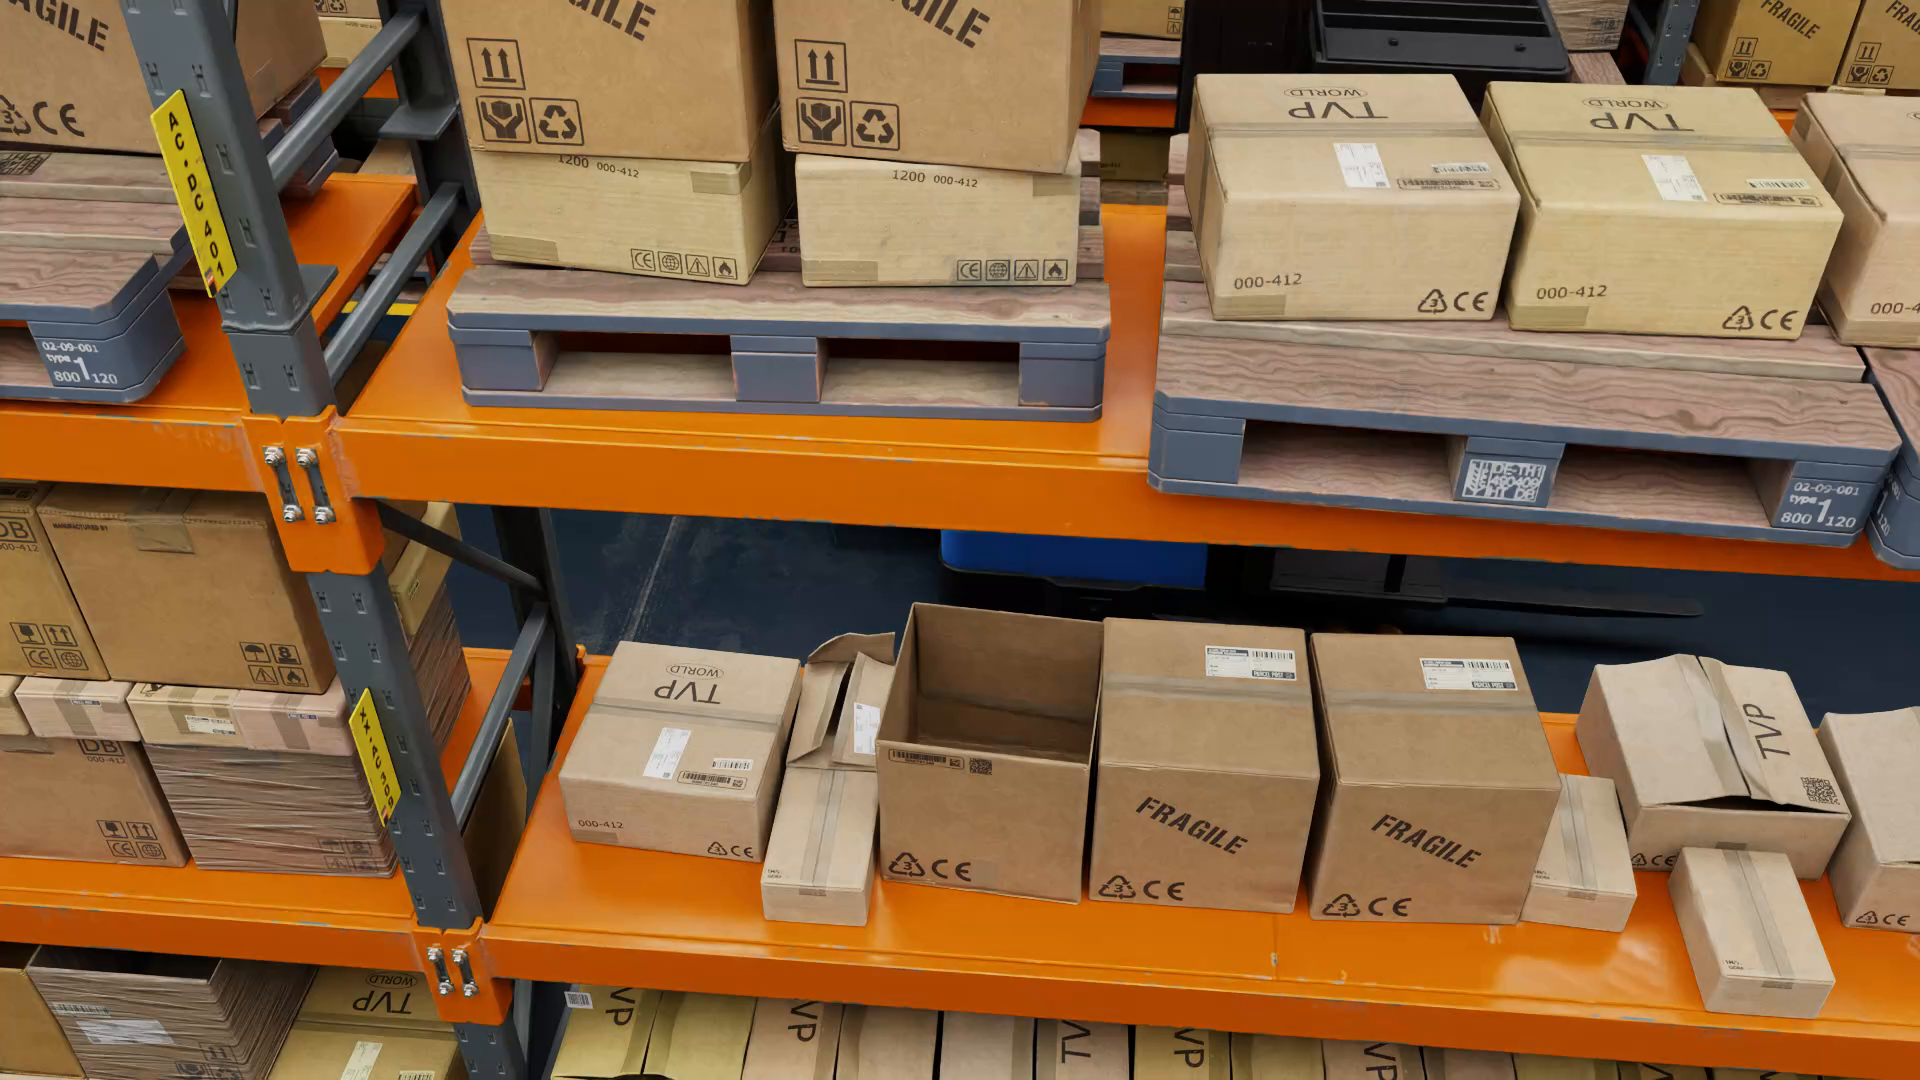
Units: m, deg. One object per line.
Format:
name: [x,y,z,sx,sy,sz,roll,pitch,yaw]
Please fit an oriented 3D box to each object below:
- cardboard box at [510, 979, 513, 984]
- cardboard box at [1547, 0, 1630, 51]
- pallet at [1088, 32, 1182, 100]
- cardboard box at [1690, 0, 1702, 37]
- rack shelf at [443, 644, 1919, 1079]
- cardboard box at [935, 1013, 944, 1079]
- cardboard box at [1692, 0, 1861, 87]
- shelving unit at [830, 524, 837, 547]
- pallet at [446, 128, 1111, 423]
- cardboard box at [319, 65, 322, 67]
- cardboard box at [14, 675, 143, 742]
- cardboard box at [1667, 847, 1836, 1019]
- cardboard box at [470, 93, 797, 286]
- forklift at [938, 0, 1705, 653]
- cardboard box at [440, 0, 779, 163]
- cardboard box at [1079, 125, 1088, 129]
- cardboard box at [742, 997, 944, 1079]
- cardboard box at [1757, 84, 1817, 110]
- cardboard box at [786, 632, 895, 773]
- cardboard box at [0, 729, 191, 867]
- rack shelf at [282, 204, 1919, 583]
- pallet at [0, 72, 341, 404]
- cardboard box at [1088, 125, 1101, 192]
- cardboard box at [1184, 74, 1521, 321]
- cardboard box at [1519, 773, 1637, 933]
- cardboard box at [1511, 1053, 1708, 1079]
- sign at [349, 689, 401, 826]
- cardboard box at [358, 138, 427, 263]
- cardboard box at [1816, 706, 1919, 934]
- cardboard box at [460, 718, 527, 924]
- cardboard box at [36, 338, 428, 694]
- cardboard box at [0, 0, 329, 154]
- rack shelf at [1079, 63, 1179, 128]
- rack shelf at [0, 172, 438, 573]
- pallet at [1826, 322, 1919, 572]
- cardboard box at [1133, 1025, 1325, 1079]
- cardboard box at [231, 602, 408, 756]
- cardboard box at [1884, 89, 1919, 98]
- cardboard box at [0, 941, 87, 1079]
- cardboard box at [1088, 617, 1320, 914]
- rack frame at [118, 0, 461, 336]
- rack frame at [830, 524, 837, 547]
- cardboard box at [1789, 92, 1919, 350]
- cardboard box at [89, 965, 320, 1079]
cardboard box: [-1.637,1.172,5.279,0.500,0.250,0.500,3,39,4]
cardboard box: [2.739,-2.642,7.692,0.500,0.500,0.700,-1,39,-1]
pallet: [1.232,-2.421,8.000,1.213,0.211,1.003,3,39,4]
cardboard box: [3.701,-2.715,7.879,0.500,0.500,0.500,3,39,4]
rack shelf: [0.792,0.872,4.372,4.000,0.370,1.077,3,39,4]
cardboard box: [-0.311,1.594,4.760,0.500,0.250,0.500,4,39,5]
cardboard box: [3.670,-2.388,7.477,0.500,0.500,0.500,4,39,5]
shelving unit: [-0.293,-0.492,6.904,0.503,1.200,0.258,4,39,5]
pallet: [-0.321,-0.565,3.343,1.217,0.209,0.805,2,39,2]
cardboard box: [-3.278,-2.522,8.075,0.500,0.250,0.500,3,39,3]
cardboard box: [-1.998,0.287,3.929,0.250,0.149,0.380,2,39,3]
cardboard box: [1.864,0.925,3.937,0.250,0.149,0.380,3,39,4]
cardboard box: [-0.588,-0.744,3.198,0.500,0.250,0.500,7,40,8]
forklift: [1.467,-0.994,6.150,3.031,2.935,1.130,4,39,5]
cardboard box: [-0.590,-1.016,2.938,0.500,0.500,0.500,4,39,4]
cardboard box: [0.396,-2.072,8.457,0.500,0.250,0.500,2,39,3]
cardboard box: [-0.313,1.380,4.579,0.500,0.311,0.500,3,39,3]
cardboard box: [3.766,-2.141,7.687,0.250,0.149,0.380,4,39,4]
cardboard box: [-0.309,0.469,4.404,0.258,0.266,0.396,2,39,3]
cardboard box: [-2.170,0.401,4.302,0.500,0.500,0.700,3,39,3]
rack shelf: [0.792,-0.291,3.425,4.000,0.370,1.077,3,39,4]
pallet: [-2.053,-0.675,3.397,1.213,0.211,1.003,3,39,4]
cardboard box: [0.477,-1.806,8.725,0.500,0.500,0.700,2,39,3]
cardboard box: [0.699,-0.641,3.071,0.500,0.250,0.500,0,39,0]
cardboard box: [1.509,0.766,4.132,0.250,0.149,0.380,6,40,7]
cardboard box: [1.723,1.490,4.444,0.500,0.311,0.500,3,39,3]
sign: [-1.247,0.467,3.551,0.005,0.325,0.100,3,39,4]
cardboard box: [-2.786,-1.854,8.783,0.500,0.500,0.700,1,39,1]
cardboard box: [2.425,0.690,4.097,0.500,0.311,0.500,5,39,7]
cardboard box: [-1.636,0.875,5.050,0.500,0.500,0.500,3,39,4]
cardboard box: [-1.644,-0.078,3.862,0.500,0.500,0.700,3,39,4]
cardboard box: [-1.680,-1.128,3.361,0.500,0.500,0.500,6,40,8]
rack shelf: [1.215,-2.243,8.200,4.000,0.370,1.077,3,39,4]
rack shelf: [-3.194,-0.509,3.693,4.000,0.370,1.077,3,39,4]
pallet: [2.100,-0.369,3.100,1.003,0.211,1.213,5,39,6]
cardboard box: [0.721,1.433,4.515,0.500,0.311,0.500,4,39,5]
cardboard box: [-1.490,0.314,3.895,0.250,0.149,0.380,3,39,4]
cardboard box: [4.285,-2.137,7.683,0.250,0.149,0.380,3,39,3]
cardboard box: [-2.677,1.150,4.713,0.500,0.500,0.500,3,39,4]
cardboard box: [0.587,0.554,4.114,0.500,0.500,0.500,3,39,4]
rack frame: [-1.201,-1.842,2.385,0.127,3.000,1.000,3,39,4]
rack frame: [-0.536,-0.511,6.927,0.015,1.200,0.240,4,39,5]
cardboard box: [1.803,-0.572,2.987,0.500,0.250,0.500,4,39,5]
cardboard box: [-2.179,1.467,4.917,0.500,0.250,0.500,3,39,4]
